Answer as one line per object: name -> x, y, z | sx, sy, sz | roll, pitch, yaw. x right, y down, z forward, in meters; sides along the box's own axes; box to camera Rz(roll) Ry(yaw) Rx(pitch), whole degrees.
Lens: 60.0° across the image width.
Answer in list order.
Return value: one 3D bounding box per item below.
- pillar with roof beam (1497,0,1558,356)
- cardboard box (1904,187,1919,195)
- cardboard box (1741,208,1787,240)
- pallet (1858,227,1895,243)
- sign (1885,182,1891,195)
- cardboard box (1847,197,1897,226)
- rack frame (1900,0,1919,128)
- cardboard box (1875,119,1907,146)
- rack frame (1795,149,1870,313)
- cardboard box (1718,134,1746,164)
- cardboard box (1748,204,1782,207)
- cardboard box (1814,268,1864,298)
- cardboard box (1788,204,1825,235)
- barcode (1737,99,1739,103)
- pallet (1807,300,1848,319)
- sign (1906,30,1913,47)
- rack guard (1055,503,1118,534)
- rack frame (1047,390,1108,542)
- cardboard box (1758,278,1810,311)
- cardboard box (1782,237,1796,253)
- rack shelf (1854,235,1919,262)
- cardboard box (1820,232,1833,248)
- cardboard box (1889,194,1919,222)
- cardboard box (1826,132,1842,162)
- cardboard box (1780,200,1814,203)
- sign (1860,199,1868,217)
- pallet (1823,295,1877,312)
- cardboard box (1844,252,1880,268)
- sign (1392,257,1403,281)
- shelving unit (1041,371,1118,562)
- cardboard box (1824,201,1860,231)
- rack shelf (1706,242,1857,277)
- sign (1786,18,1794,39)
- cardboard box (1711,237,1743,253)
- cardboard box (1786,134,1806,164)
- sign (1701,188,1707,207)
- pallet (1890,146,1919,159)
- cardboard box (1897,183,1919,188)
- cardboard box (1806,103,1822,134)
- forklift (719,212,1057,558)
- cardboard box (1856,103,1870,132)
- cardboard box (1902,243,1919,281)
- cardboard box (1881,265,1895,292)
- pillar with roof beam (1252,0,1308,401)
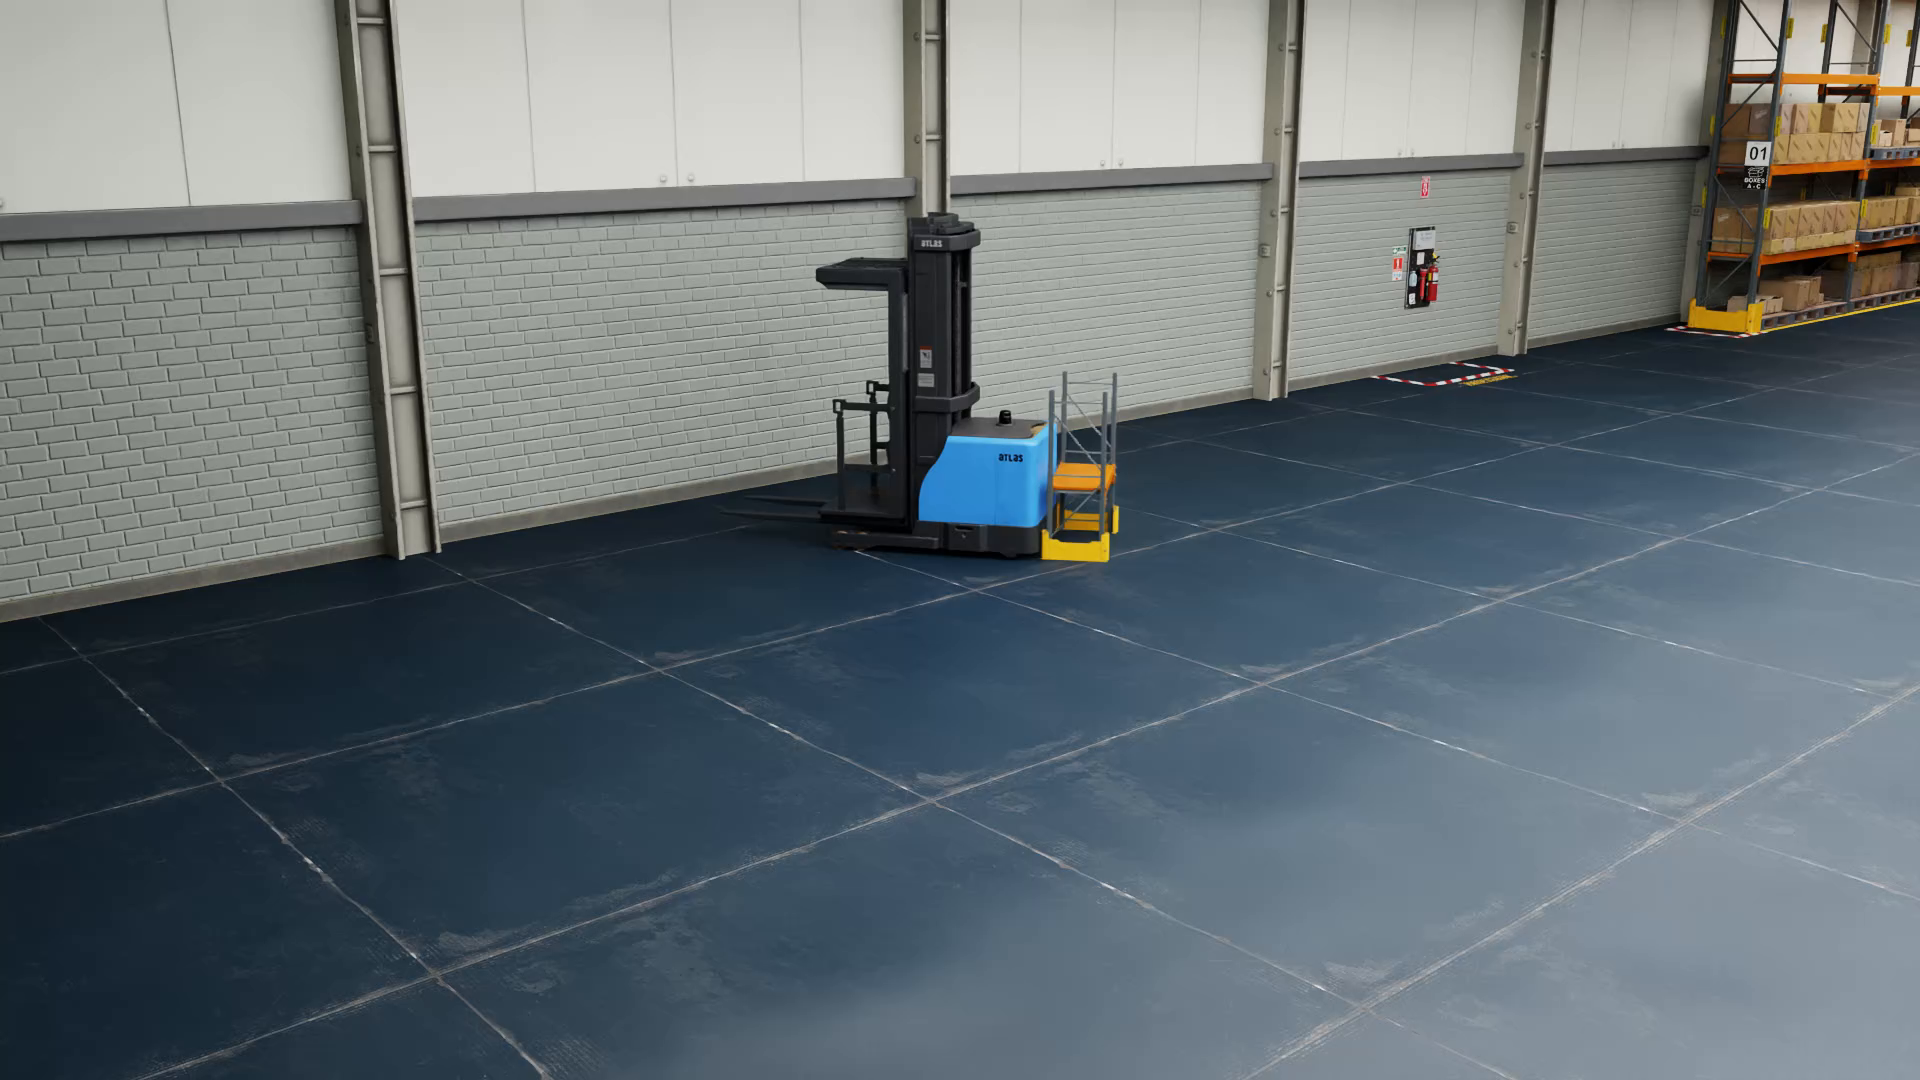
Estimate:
pillar with roof beam -> 11.528, -6.448, 21.954 | 0.400, 9.000, 9.100 | -13, 19, -39
cardboard box -> 19.062, -6.983, 33.276 | 0.380, 0.149, 0.250 | 13, 20, 40
cardboard box -> 13.825, -5.440, 28.600 | 0.500, 0.500, 0.500 | -13, 19, -39
pallet -> 16.957, -5.804, 31.537 | 1.213, 0.211, 1.003 | -13, 19, -39
sign -> 18.936, -7.140, 33.923 | 0.005, 0.325, 0.100 | -13, 19, -39
cardboard box -> 17.594, -6.347, 32.151 | 0.500, 0.500, 0.700 | -10, 18, -32
rack frame -> 19.303, -9.371, 32.896 | 0.127, 3.000, 1.000 | -13, 19, -39
cardboard box -> 17.681, -7.782, 31.750 | 0.500, 0.500, 0.500 | -14, 20, -41
rack frame -> 16.285, -5.795, 31.133 | 0.127, 3.000, 1.000 | -13, 19, -39
cardboard box -> 13.416, -6.745, 28.643 | 0.500, 0.500, 0.500 | -11, 18, -35
cardboard box -> 14.257, -5.710, 29.614 | 0.500, 0.500, 0.500 | -13, 20, -41
cardboard box -> 16.830, -4.928, 31.878 | 0.500, 0.500, 0.700 | -12, 19, -38
cardboard box -> 14.980, -5.697, 29.566 | 0.500, 0.500, 0.500 | -12, 19, -38
barcode -> 13.475, -7.606, 28.805 | 0.075, 0.075, 0.001 | -13, 19, -39
pallet -> 15.802, -4.327, 31.042 | 1.213, 0.211, 1.003 | -13, 19, -39
sign -> 18.936, -10.006, 33.157 | 0.005, 0.325, 0.100 | -13, 19, -39
rack guard -> 1.180, -0.203, 15.521 | 0.587, 0.250, 0.087 | 3, 15, 9
rack frame -> 1.010, -0.548, 14.393 | 0.500, 1.500, 0.032 | 3, 15, 9
cardboard box -> 14.865, -4.433, 30.026 | 0.500, 0.500, 0.700 | -14, 21, -43
cardboard box -> 14.227, -5.166, 29.031 | 0.500, 0.250, 0.500 | -13, 20, -41
rack shelf -> 17.794, -5.787, 32.495 | 4.000, 0.370, 1.077 | -13, 19, -39
cardboard box -> 15.376, -5.422, 29.989 | 0.500, 0.250, 0.500 | -13, 20, -40
cardboard box -> 18.955, -6.652, 33.295 | 0.700, 0.500, 0.500 | 13, 20, 40
cardboard box -> 15.284, -6.984, 29.540 | 0.500, 0.500, 0.500 | -14, 20, -41
cardboard box -> 15.401, -5.969, 30.582 | 0.500, 0.500, 0.500 | -13, 20, -40
sign -> 16.647, -6.109, 30.631 | 0.005, 0.325, 0.100 | -13, 19, -39
pallet -> 16.872, -4.580, 31.988 | 1.213, 0.211, 1.003 | -13, 19, -39
cardboard box -> 17.550, -5.455, 32.396 | 0.500, 0.250, 0.500 | -13, 20, -41
sign -> 6.328, -3.921, 24.046 | 0.234, 0.329, 0.001 | -13, 19, -39
shelving unit -> 1.098, -0.680, 14.885 | 0.587, 1.500, 1.083 | 3, 15, 9
cardboard box -> 16.132, -5.954, 30.528 | 0.500, 0.500, 0.500 | -13, 20, -39
rack shelf -> 14.776, -5.109, 29.958 | 4.000, 0.370, 1.077 | -13, 19, -39
sign -> 13.624, -8.400, 27.296 | 0.005, 0.325, 0.100 | -13, 19, -39
cardboard box -> 13.493, -5.172, 29.051 | 0.500, 0.250, 0.500 | -12, 19, -39
cardboard box -> 14.113, -6.717, 28.539 | 0.500, 0.500, 0.500 | -11, 19, -36
sign -> 12.918, -5.941, 28.824 | 0.005, 0.325, 0.100 | -13, 19, -39
pallet -> 17.601, -7.414, 31.744 | 1.003, 0.211, 1.213 | -13, 19, -39
cardboard box -> 19.475, -7.164, 33.996 | 0.500, 0.250, 0.500 | -12, 19, -38
cardboard box -> 14.509, -7.290, 28.747 | 0.500, 0.500, 0.500 | -12, 19, -38
forklift -> -0.679, -1.445, 14.982 | 3.031, 2.935, 1.130 | 4, 15, 14
cardboard box -> 16.085, -7.648, 30.086 | 0.500, 0.500, 0.500 | 14, 20, 42
cardboard box -> 19.944, -5.736, 34.264 | 0.750, 0.750, 0.750 | -13, 20, -40
cardboard box -> 17.973, -5.191, 32.864 | 0.500, 0.500, 0.700 | -13, 20, -40
pillar with roof beam -> 7.001, -5.432, 18.149 | 0.400, 9.000, 9.100 | -13, 19, -39
